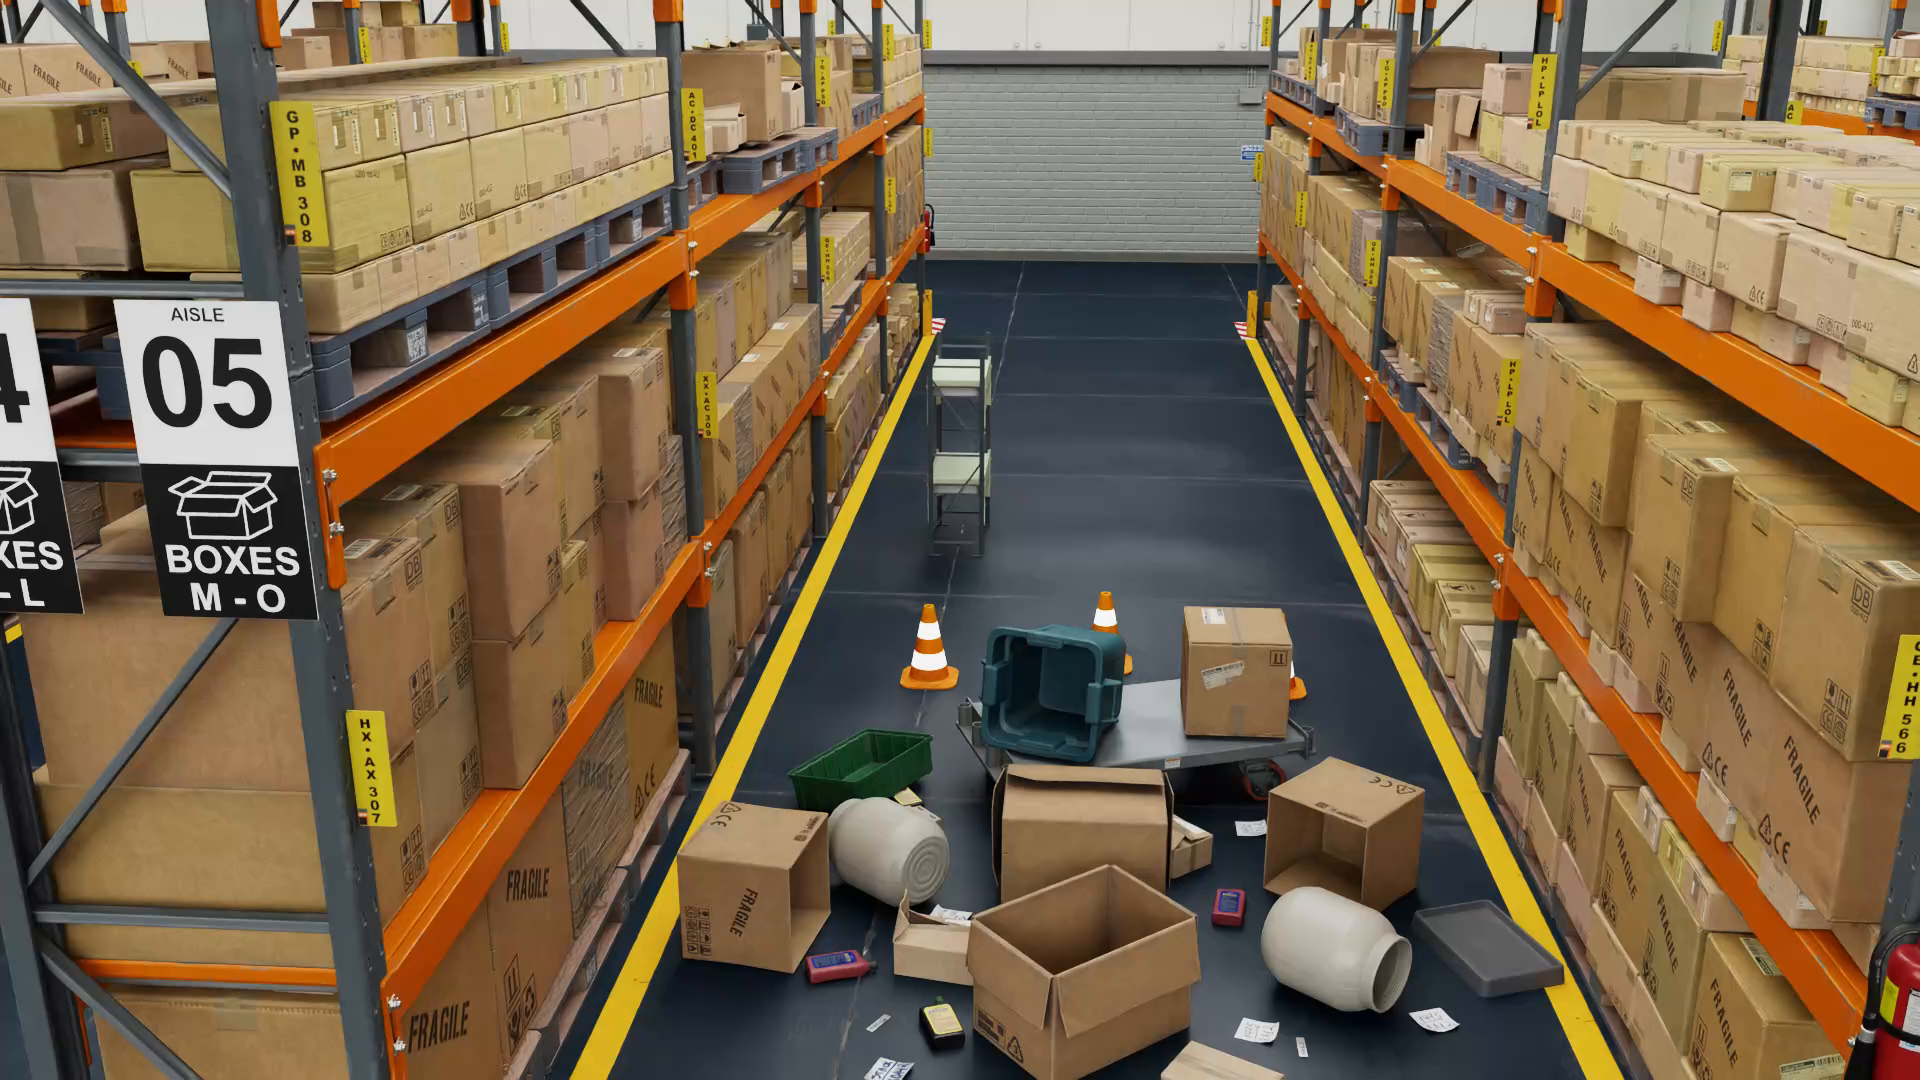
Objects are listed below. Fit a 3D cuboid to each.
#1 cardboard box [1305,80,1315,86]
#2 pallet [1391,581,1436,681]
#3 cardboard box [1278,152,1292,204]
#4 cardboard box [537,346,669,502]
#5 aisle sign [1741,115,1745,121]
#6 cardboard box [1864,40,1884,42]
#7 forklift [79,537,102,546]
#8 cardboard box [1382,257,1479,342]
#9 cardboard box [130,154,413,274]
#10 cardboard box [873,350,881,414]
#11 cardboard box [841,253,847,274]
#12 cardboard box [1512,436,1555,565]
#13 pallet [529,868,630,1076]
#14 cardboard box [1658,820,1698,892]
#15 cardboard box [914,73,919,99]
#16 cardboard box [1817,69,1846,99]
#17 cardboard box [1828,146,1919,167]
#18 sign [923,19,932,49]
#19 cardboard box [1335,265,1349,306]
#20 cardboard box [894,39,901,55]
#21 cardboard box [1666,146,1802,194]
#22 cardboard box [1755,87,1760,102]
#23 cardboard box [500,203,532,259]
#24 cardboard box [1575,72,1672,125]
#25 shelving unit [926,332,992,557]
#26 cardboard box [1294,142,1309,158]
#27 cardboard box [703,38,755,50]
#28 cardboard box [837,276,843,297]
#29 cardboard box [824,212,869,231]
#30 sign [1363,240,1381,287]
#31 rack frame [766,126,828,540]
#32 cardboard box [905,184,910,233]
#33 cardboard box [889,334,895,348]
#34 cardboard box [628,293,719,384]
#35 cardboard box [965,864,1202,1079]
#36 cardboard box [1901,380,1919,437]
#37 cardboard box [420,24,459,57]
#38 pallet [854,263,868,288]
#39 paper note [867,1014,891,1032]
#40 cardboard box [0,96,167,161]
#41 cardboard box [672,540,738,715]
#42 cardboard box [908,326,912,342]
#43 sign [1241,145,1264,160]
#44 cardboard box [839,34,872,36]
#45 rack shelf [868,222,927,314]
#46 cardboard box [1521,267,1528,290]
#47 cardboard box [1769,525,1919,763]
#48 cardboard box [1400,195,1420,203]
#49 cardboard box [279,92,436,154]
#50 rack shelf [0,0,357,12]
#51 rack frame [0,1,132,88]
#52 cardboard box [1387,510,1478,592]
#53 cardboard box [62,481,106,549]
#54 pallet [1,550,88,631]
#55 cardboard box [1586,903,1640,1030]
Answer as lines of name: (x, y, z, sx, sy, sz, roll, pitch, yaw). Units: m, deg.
cardboard box: (3.462, -4.437, 15.710, 0.396, 0.266, 0.258, 2, 18, 6)
pallet: (3.301, 0.565, 10.359, 1.003, 0.211, 1.213, 1, 18, 4)
cardboard box: (3.609, -3.769, 17.343, 0.500, 0.500, 0.500, 1, 18, 4)
cardboard box: (-1.767, -0.514, 7.200, 0.875, 0.550, 0.550, 1, 18, 4)
aisle sign: (8.685, -5.018, 18.746, 0.394, 0.787, 0.004, 1, 18, 4)
cardboard box: (9.063, -4.712, 16.130, 0.500, 0.250, 0.500, 1, 18, 3)
forklift: (-4.934, -1.362, 11.871, 3.031, 2.935, 1.130, -4, 19, -13)
cardboard box: (3.185, -1.634, 11.280, 0.500, 0.500, 0.500, 1, 18, 2)
cardboard box: (-1.779, -0.862, 4.346, 0.500, 0.250, 0.500, 1, 18, 4)
cardboard box: (-1.011, -1.478, 15.456, 0.500, 0.500, 0.500, 1, 18, 3)
cardboard box: (-1.155, -2.310, 13.908, 0.380, 0.149, 0.250, 2, 18, 6)
cardboard box: (2.852, -0.196, 7.567, 0.500, 0.500, 0.500, 1, 18, 4)
pallet: (-2.000, 1.722, 6.828, 1.003, 0.211, 1.213, 1, 18, 4)
cardboard box: (2.653, 1.099, 5.748, 0.380, 0.149, 0.250, 2, 18, 5)
cardboard box: (-0.721, -4.992, 18.265, 0.500, 0.250, 0.500, 1, 18, 4)
cardboard box: (8.498, -4.326, 15.753, 0.500, 0.250, 0.500, 1, 18, 2)
cardboard box: (3.331, -1.315, 5.925, 0.380, 0.149, 0.250, 1, 18, 5)
sign: (-0.371, -5.772, 18.981, 0.100, 0.325, 0.005, 1, 18, 4)
cardboard box: (3.279, -2.021, 13.213, 0.500, 0.250, 0.500, 1, 18, 2)
cardboard box: (-0.805, -4.975, 16.769, 0.380, 0.149, 0.250, 2, 18, 7)
cardboard box: (2.775, -1.327, 5.960, 0.380, 0.149, 0.250, 1, 18, 3)
cardboard box: (8.558, -4.650, 17.382, 0.380, 0.149, 0.250, 1, 18, 4)
cardboard box: (-1.635, -1.019, 5.467, 0.380, 0.149, 0.250, 1, 18, 4)
cardboard box: (3.076, -2.112, 7.998, 0.500, 0.250, 0.500, 2, 18, 5)
shelving unit: (0.000, -0.711, 12.183, 0.431, 1.500, 0.755, 1, 18, 4)
cardboard box: (3.594, -3.952, 16.858, 0.380, 0.149, 0.250, 1, 18, 3)
cardboard box: (-1.705, -3.587, 12.346, 0.396, 0.266, 0.258, 1, 18, 4)
cardboard box: (-1.170, -2.086, 13.701, 0.380, 0.149, 0.250, 2, 18, 5)
cardboard box: (-1.044, -2.936, 15.338, 0.380, 0.149, 0.250, 2, 18, 6)
sign: (2.894, -1.942, 11.673, 0.100, 0.325, 0.005, 1, 18, 4)
rack frame: (-1.496, -1.459, 12.060, 1.000, 3.000, 0.127, 1, 18, 4)
cardboard box: (-0.813, -3.515, 17.696, 0.500, 0.500, 0.500, 2, 18, 7)
cardboard box: (-0.889, -2.119, 17.499, 0.380, 0.149, 0.250, 2, 18, 6)
cardboard box: (-1.718, -1.054, 9.056, 0.700, 0.500, 0.500, 1, 18, 3)
cardboard box: (0.476, 1.689, 6.462, 0.797, 0.503, 0.637, -13, 22, -34)
cardboard box: (2.621, -0.319, 4.165, 0.380, 0.149, 0.250, 1, 18, 4)
cardboard box: (-6.007, -5.471, 18.491, 0.700, 0.500, 0.500, 1, 18, 2)
pallet: (-1.409, -2.376, 15.166, 1.003, 0.211, 1.213, 1, 18, 4)
paper note: (-0.322, 1.910, 6.577, 0.032, 0.001, 0.123, 12, 22, 32)
cardboard box: (-2.365, -1.097, 4.423, 0.380, 0.149, 0.250, 1, 18, 4)
cardboard box: (-1.828, 0.458, 9.148, 1.050, 0.750, 0.750, 1, 18, 4)
cardboard box: (-0.735, -2.301, 18.532, 0.380, 0.149, 0.250, 0, 18, 1)
sign: (4.359, -5.765, 24.766, 0.327, 0.218, 0.001, 1, 18, 4)
cardboard box: (-1.173, -5.630, 18.767, 0.380, 0.149, 0.250, 1, 18, 3)
rack shelf: (-1.066, -2.981, 17.859, 1.077, 0.370, 4.000, 1, 18, 4)
cardboard box: (3.612, -1.563, 10.020, 0.380, 0.149, 0.250, 0, 18, 1)
cardboard box: (2.694, 0.277, 4.517, 0.700, 0.500, 0.500, 1, 18, 3)
cardboard box: (3.846, -2.522, 13.536, 0.500, 0.500, 0.500, 2, 18, 5)
cardboard box: (-1.691, -1.161, 4.618, 0.380, 0.149, 0.250, 1, 18, 3)
rack shelf: (-6.293, -4.542, 13.629, 1.077, 0.370, 4.000, 1, 18, 4)
rack frame: (-6.436, -4.452, 11.559, 1.000, 3.000, 0.127, 1, 18, 4)
cardboard box: (3.353, 0.073, 10.927, 0.950, 0.372, 0.625, 1, 18, 3)
cardboard box: (-6.491, -0.242, 11.651, 0.700, 0.500, 0.500, 0, 18, -1)
pallet: (-6.584, 0.344, 11.034, 1.003, 0.211, 1.213, 1, 18, 4)
cardboard box: (2.741, 1.631, 6.370, 0.500, 0.250, 0.500, 1, 18, 2)
